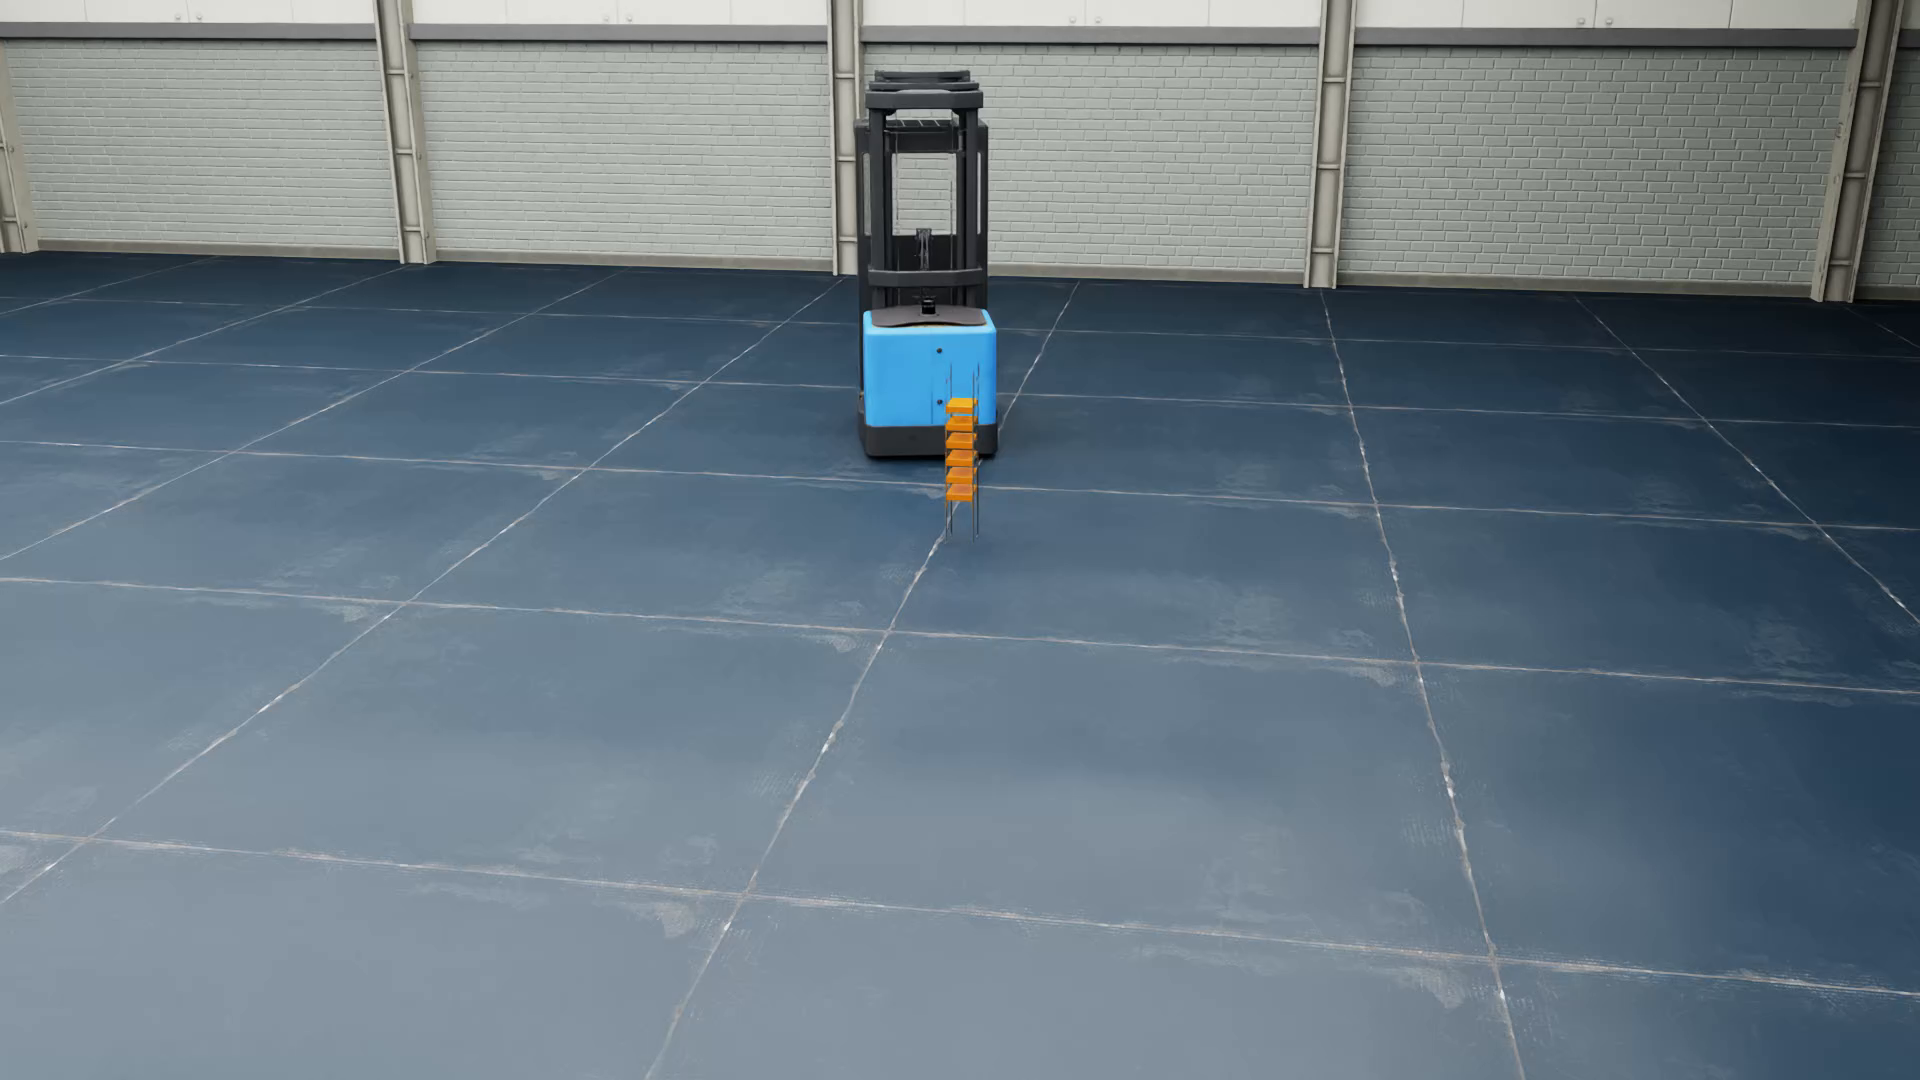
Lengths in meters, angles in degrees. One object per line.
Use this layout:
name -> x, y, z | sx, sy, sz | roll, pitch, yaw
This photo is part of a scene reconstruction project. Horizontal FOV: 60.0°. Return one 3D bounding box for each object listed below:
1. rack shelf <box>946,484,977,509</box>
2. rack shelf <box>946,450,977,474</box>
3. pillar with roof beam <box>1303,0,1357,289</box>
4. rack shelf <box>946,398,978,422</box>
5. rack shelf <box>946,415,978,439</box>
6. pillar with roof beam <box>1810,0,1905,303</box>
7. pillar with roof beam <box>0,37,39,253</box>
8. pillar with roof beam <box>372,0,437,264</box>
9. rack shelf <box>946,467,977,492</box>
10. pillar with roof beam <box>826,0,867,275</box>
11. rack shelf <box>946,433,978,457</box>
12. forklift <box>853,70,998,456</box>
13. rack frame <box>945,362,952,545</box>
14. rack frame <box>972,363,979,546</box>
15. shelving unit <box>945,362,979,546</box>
rack shelf -> 0.014, -0.299, 11.201 | 0.180, 0.103, 0.258 | 3, 19, 9
rack shelf -> 0.014, -0.526, 11.125 | 0.180, 0.103, 0.258 | 3, 19, 9
pillar with roof beam -> 3.814, -6.094, 15.335 | 0.400, 9.000, 9.100 | 3, 19, 9
rack shelf -> 0.014, -0.868, 11.010 | 0.180, 0.103, 0.258 | 3, 19, 9
rack shelf -> 0.014, -0.754, 11.048 | 0.180, 0.103, 0.258 | 3, 19, 9
pillar with roof beam -> 9.738, -5.792, 14.432 | 0.400, 9.000, 9.100 | 3, 19, 9
pillar with roof beam -> -13.959, -7.000, 18.042 | 0.400, 9.000, 9.100 | 3, 19, 9
pillar with roof beam -> -8.034, -6.698, 17.140 | 0.400, 9.000, 9.100 | 3, 19, 9
rack shelf -> 0.014, -0.412, 11.163 | 0.180, 0.103, 0.258 | 3, 19, 9
pillar with roof beam -> -2.110, -6.396, 16.237 | 0.400, 9.000, 9.100 | 3, 19, 9
rack shelf -> 0.014, -0.640, 11.087 | 0.180, 0.103, 0.258 | 3, 19, 9
forklift -> -0.331, -2.468, 14.060 | 1.130, 2.935, 3.031 | -1, 19, -4
rack frame -> -0.076, -0.573, 11.124 | 0.006, 1.200, 0.240 | 3, 19, 9
rack frame -> 0.105, -0.564, 11.097 | 0.006, 1.200, 0.240 | 3, 19, 9
shelving unit -> 0.014, -0.568, 11.111 | 0.189, 1.200, 0.258 | 3, 19, 9
